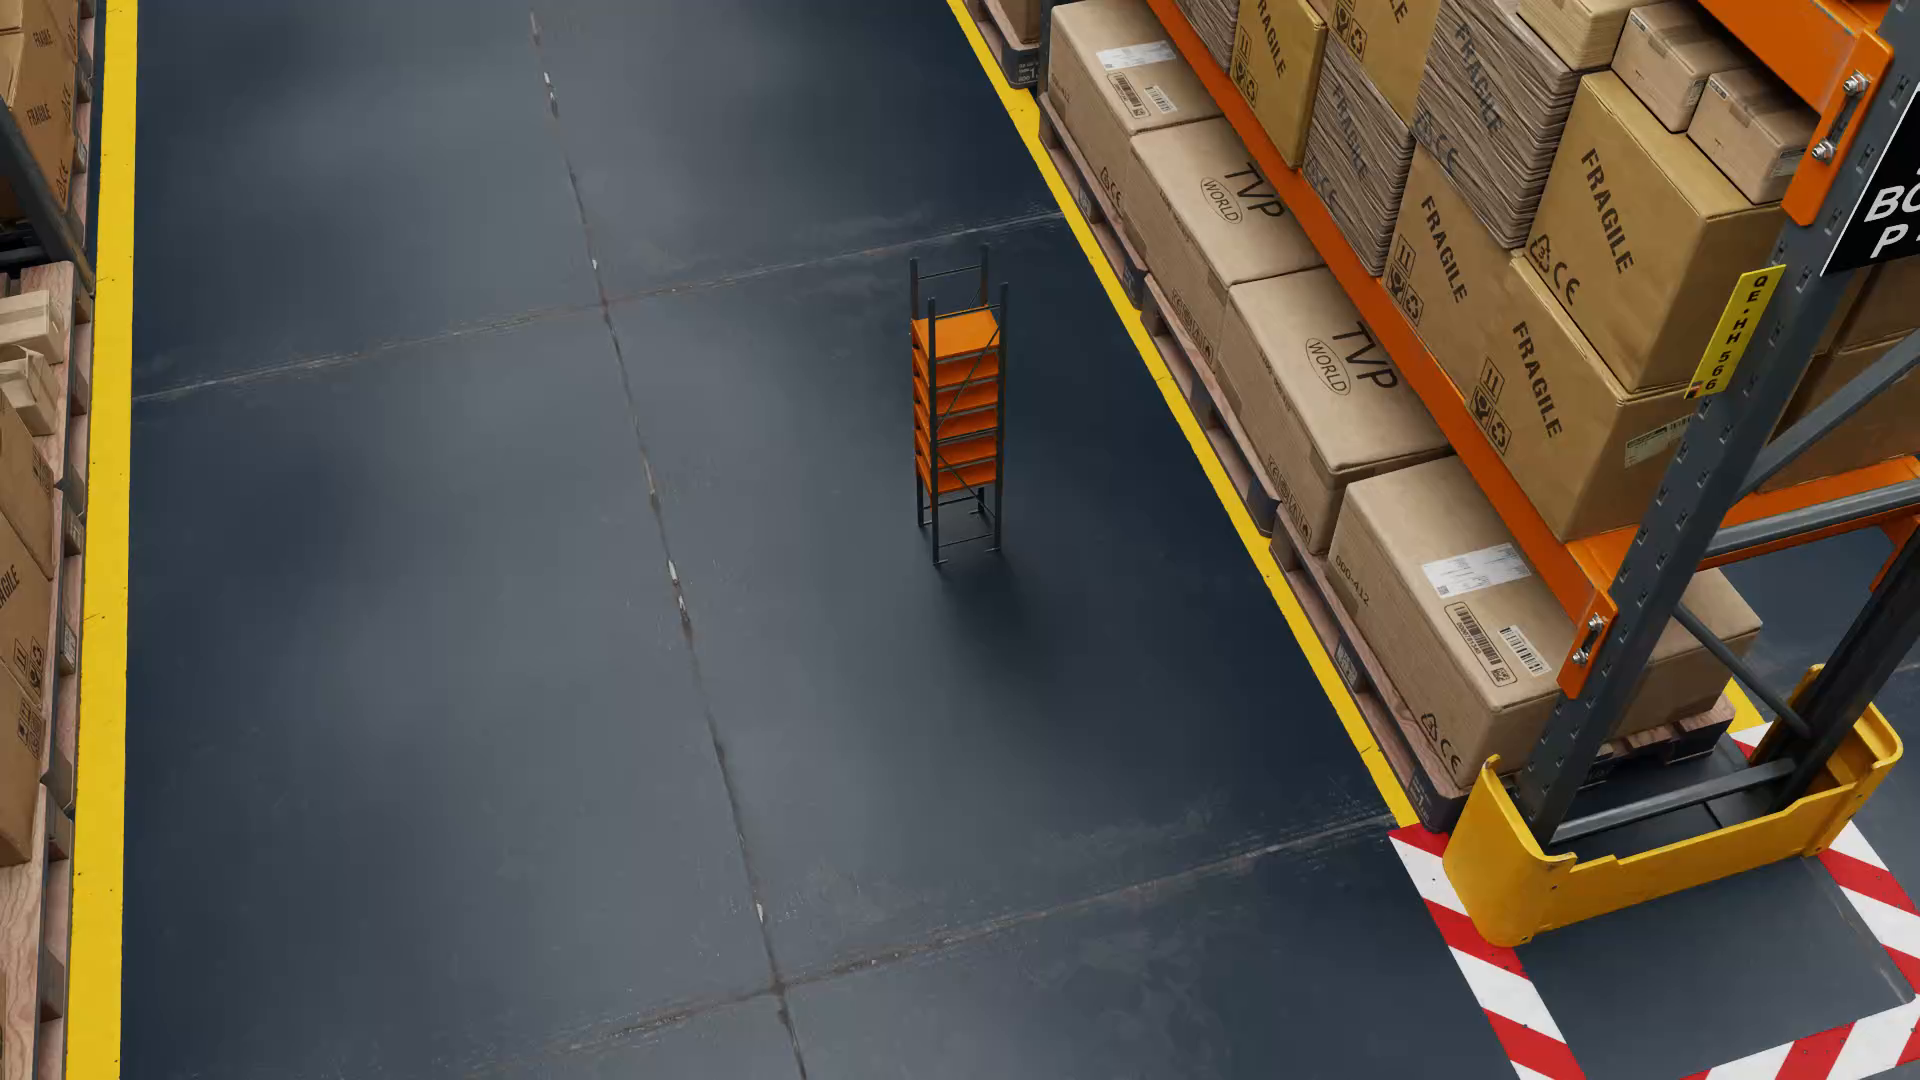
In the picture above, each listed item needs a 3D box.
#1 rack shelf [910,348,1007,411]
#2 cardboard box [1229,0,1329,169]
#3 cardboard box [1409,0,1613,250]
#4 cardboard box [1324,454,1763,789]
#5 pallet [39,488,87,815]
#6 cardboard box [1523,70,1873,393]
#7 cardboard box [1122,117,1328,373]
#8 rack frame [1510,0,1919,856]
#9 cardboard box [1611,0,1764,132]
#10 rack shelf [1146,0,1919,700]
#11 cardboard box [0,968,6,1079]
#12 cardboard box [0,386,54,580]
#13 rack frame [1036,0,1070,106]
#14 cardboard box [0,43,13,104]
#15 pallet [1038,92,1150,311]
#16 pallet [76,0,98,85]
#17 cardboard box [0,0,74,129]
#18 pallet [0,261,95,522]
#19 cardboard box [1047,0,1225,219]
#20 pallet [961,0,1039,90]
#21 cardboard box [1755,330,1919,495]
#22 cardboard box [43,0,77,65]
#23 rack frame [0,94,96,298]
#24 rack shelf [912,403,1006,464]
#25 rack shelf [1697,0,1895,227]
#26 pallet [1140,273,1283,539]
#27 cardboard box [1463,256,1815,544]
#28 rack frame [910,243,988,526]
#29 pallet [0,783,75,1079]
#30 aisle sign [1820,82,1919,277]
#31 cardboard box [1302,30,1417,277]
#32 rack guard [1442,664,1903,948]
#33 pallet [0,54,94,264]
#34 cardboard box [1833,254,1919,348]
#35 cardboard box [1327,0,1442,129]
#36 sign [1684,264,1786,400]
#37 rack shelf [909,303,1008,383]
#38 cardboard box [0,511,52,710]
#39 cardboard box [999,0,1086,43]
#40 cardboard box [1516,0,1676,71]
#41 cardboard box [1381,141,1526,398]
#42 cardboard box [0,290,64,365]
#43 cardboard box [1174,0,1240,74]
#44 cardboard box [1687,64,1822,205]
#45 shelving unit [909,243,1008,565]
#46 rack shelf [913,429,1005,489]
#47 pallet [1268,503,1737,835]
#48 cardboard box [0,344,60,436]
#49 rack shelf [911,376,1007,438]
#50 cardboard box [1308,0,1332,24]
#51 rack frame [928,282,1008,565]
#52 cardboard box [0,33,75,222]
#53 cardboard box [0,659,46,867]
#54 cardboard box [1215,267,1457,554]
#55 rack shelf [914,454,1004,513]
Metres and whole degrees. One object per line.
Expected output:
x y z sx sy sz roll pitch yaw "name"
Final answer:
-0.004 -0.523 5.151 0.258 0.103 0.180 -13 51 -11 "rack shelf"
1.162 -1.502 4.989 0.500 0.500 0.500 -12 51 -10 "cardboard box"
1.465 -1.088 3.986 0.500 0.500 0.500 -13 51 -11 "cardboard box"
1.727 0.171 5.045 0.875 0.438 0.875 -15 51 -12 "cardboard box"
-3.339 0.437 5.244 1.003 0.211 1.213 -13 51 -11 "pallet"
1.648 -0.713 3.670 0.500 0.500 0.500 -12 51 -10 "cardboard box"
1.183 -1.154 6.162 0.875 0.438 0.875 -15 51 -12 "cardboard box"
2.018 -0.060 3.839 1.000 3.000 0.127 -13 51 -11 "rack frame"
1.622 -1.020 3.505 0.380 0.149 0.250 -12 51 -10 "cardboard box"
1.426 -1.289 5.345 1.077 0.370 4.000 -13 51 -11 "rack shelf"
-2.813 1.266 4.079 0.797 0.503 0.637 -15 52 -12 "cardboard box"
-3.336 -0.124 5.253 0.700 0.500 0.500 -15 52 -12 "cardboard box"
0.835 -2.982 6.302 1.000 3.000 0.127 -13 51 -11 "rack frame"
-3.758 -1.717 6.172 0.380 0.149 0.250 -11 51 -9 "cardboard box"
0.985 -1.510 6.885 1.003 0.211 1.213 -13 51 -11 "pallet"
-4.547 -2.436 7.665 1.003 0.211 1.213 -13 51 -11 "pallet"
-4.001 -1.977 6.815 0.500 0.500 0.500 -14 51 -11 "cardboard box"
-3.704 -0.456 5.996 1.003 0.211 1.213 -13 51 -11 "pallet"
0.918 -1.808 6.714 0.875 0.438 0.875 -14 51 -12 "cardboard box"
0.535 -2.629 7.828 1.003 0.211 1.213 -13 51 -11 "pallet"
2.150 -0.508 4.151 0.500 0.500 0.500 -14 51 -11 "cardboard box"
-4.144 -2.343 7.123 0.500 0.500 0.500 -15 51 -12 "cardboard box"
-3.906 -1.856 5.353 1.000 3.000 0.127 -13 51 -11 "rack frame"
-0.004 -0.369 5.334 0.258 0.103 0.180 -13 51 -11 "rack shelf"
1.426 -2.256 4.198 1.077 0.370 4.000 -13 51 -11 "rack shelf"
1.349 -0.617 6.132 1.003 0.211 1.213 -13 51 -11 "pallet"
1.622 -0.385 4.047 0.500 0.500 0.500 -13 51 -11 "cardboard box"
-0.031 -0.464 5.357 0.240 1.200 0.006 -13 51 -11 "rack frame"
-2.982 1.326 4.494 1.003 0.211 1.213 -13 51 -11 "pallet"
1.743 -0.775 2.741 0.394 0.787 0.004 -13 51 -11 "aisle sign"
1.327 -1.128 4.674 0.500 0.500 0.500 -12 51 -10 "cardboard box"
2.025 0.763 4.780 1.175 0.500 0.348 -13 51 -11 "rack guard"
-4.182 -1.543 6.913 1.003 0.211 1.213 -13 51 -11 "pallet"
2.148 -0.830 3.768 0.500 0.500 0.500 -14 51 -12 "cardboard box"
1.322 -1.450 4.291 0.500 0.500 0.500 -14 51 -11 "cardboard box"
1.495 -0.397 3.211 0.100 0.325 0.005 -13 51 -11 "sign"
-0.004 -0.601 5.059 0.258 0.103 0.180 -13 51 -11 "rack shelf"
-3.090 0.225 4.958 0.500 0.500 0.500 -12 51 -10 "cardboard box"
0.575 -2.867 7.320 0.875 0.875 0.875 -12 51 -10 "cardboard box"
1.466 -1.190 3.648 0.380 0.149 0.250 -14 51 -11 "cardboard box"
1.488 -0.755 4.359 0.500 0.500 0.500 -14 51 -12 "cardboard box"
-3.460 -0.732 5.996 0.380 0.149 0.250 -15 51 -12 "cardboard box"
1.009 -1.879 5.306 0.500 0.500 0.500 -13 51 -11 "cardboard box"
1.720 -0.840 3.353 0.380 0.149 0.250 -13 51 -10 "cardboard box"
-0.004 -0.397 5.300 0.258 1.200 0.189 -13 51 -11 "shelving unit"
-0.004 -0.291 5.426 0.258 0.103 0.180 -13 51 -11 "rack shelf"
1.707 0.272 5.382 1.003 0.211 1.213 -13 51 -11 "pallet"
-3.355 -0.509 5.731 0.396 0.266 0.258 -12 51 -10 "cardboard box"
-0.004 -0.446 5.242 0.258 0.103 0.180 -13 51 -11 "rack shelf"
1.175 -1.818 4.601 0.500 0.500 0.500 -14 51 -11 "cardboard box"
0.023 -0.330 5.244 0.240 1.200 0.006 -13 51 -11 "rack frame"
-3.834 -1.590 6.489 0.500 0.500 0.500 -11 51 -9 "cardboard box"
-3.029 0.634 4.614 0.700 0.500 0.500 -11 51 -9 "cardboard box"
1.448 -0.496 5.607 0.875 0.438 0.875 -12 51 -10 "cardboard box"
-0.004 -0.214 5.518 0.258 0.103 0.180 -13 51 -11 "rack shelf"
